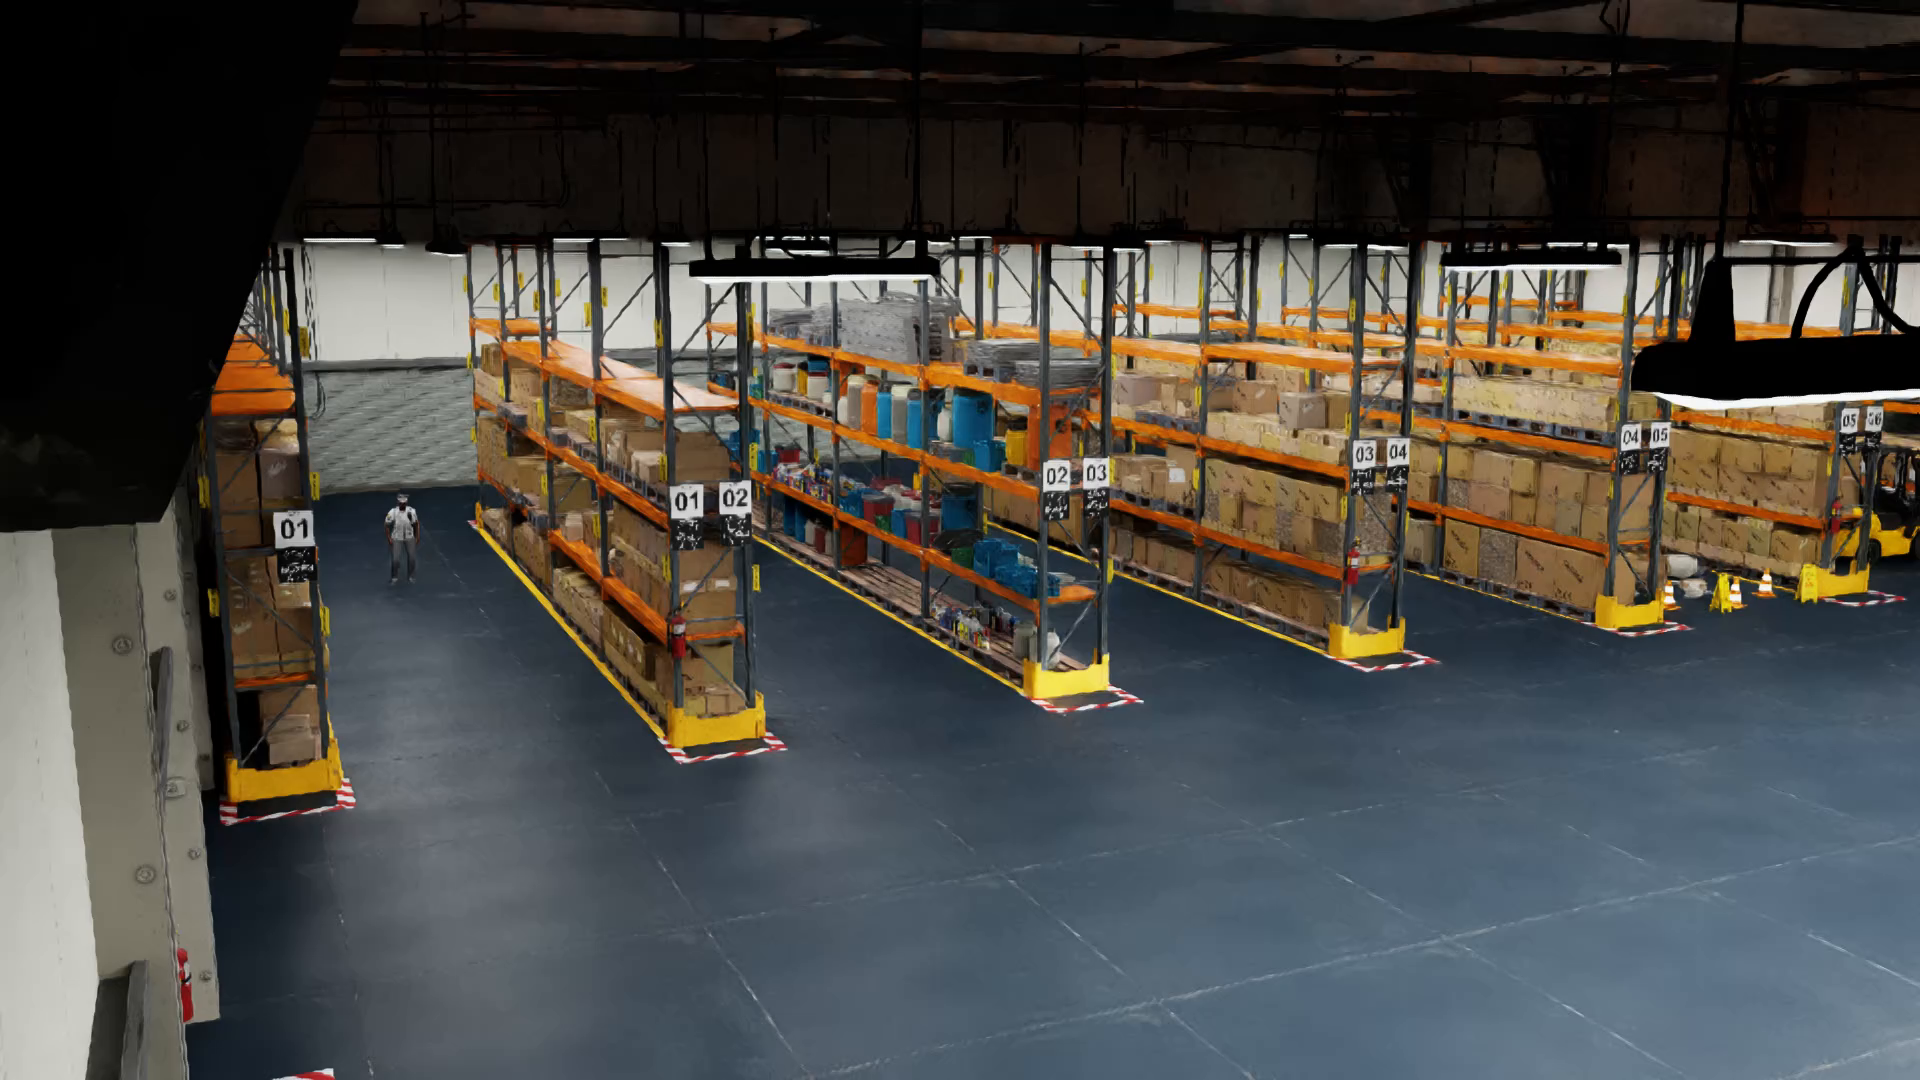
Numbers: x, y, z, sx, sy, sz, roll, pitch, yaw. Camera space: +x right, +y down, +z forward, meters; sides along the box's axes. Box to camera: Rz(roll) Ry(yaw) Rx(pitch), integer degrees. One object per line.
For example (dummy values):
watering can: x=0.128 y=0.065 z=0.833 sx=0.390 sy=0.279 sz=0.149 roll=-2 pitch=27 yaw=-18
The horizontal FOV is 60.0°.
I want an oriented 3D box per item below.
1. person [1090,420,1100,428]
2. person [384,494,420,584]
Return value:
person: x=3.529 y=-2.925 z=43.649 sx=0.629 sy=1.735 sz=1.016 roll=0 pitch=11 yaw=-1
person: x=-9.727 y=-0.026 z=29.038 sx=0.592 sy=1.625 sz=0.526 roll=-5 pitch=12 yaw=-26
